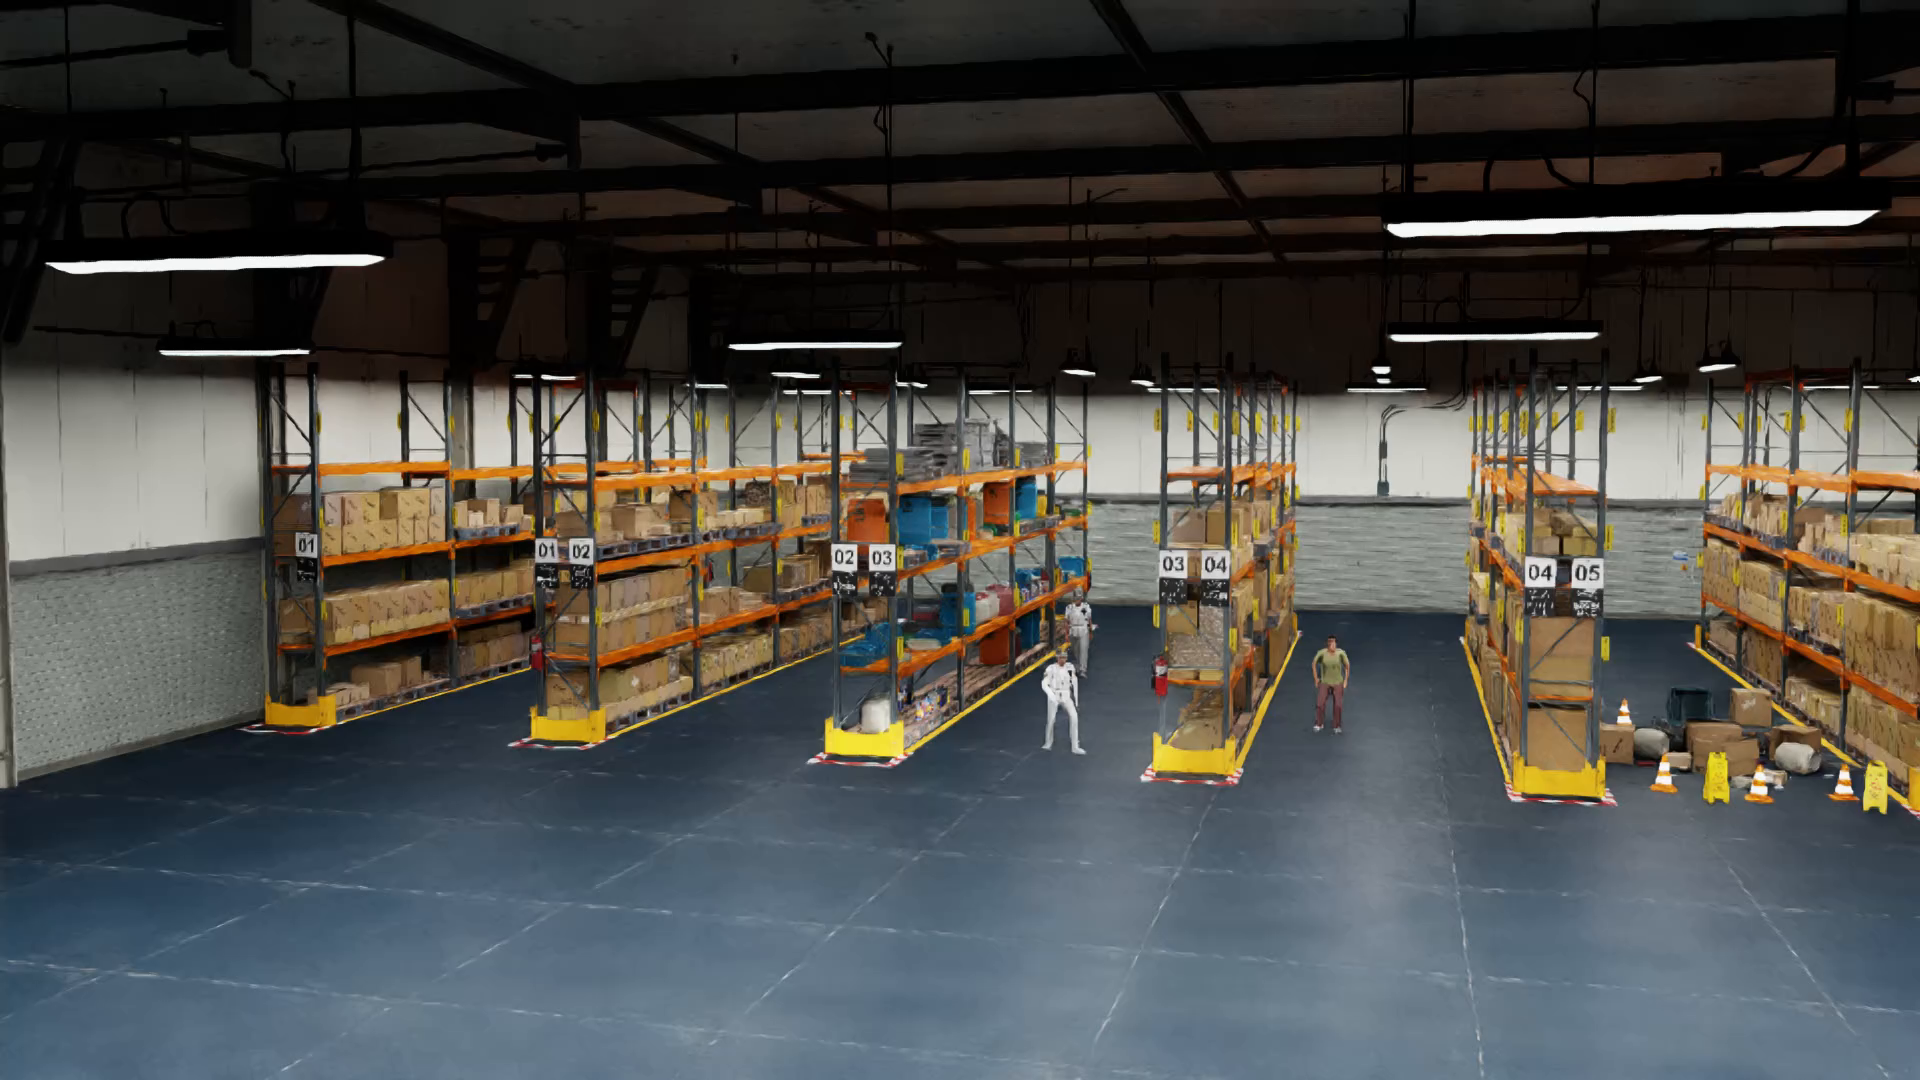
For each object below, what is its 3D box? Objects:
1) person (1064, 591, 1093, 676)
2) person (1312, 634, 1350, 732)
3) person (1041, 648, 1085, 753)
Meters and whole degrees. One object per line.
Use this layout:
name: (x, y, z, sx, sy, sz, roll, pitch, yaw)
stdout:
person: (2.334, 1.825, 32.962, 0.547, 1.667, 1.116, 1, 4, 12)
person: (5.997, 2.309, 26.899, 0.598, 1.619, 0.506, 1, 4, 13)
person: (1.538, 2.413, 25.269, 0.642, 1.612, 0.787, 0, 4, -5)
